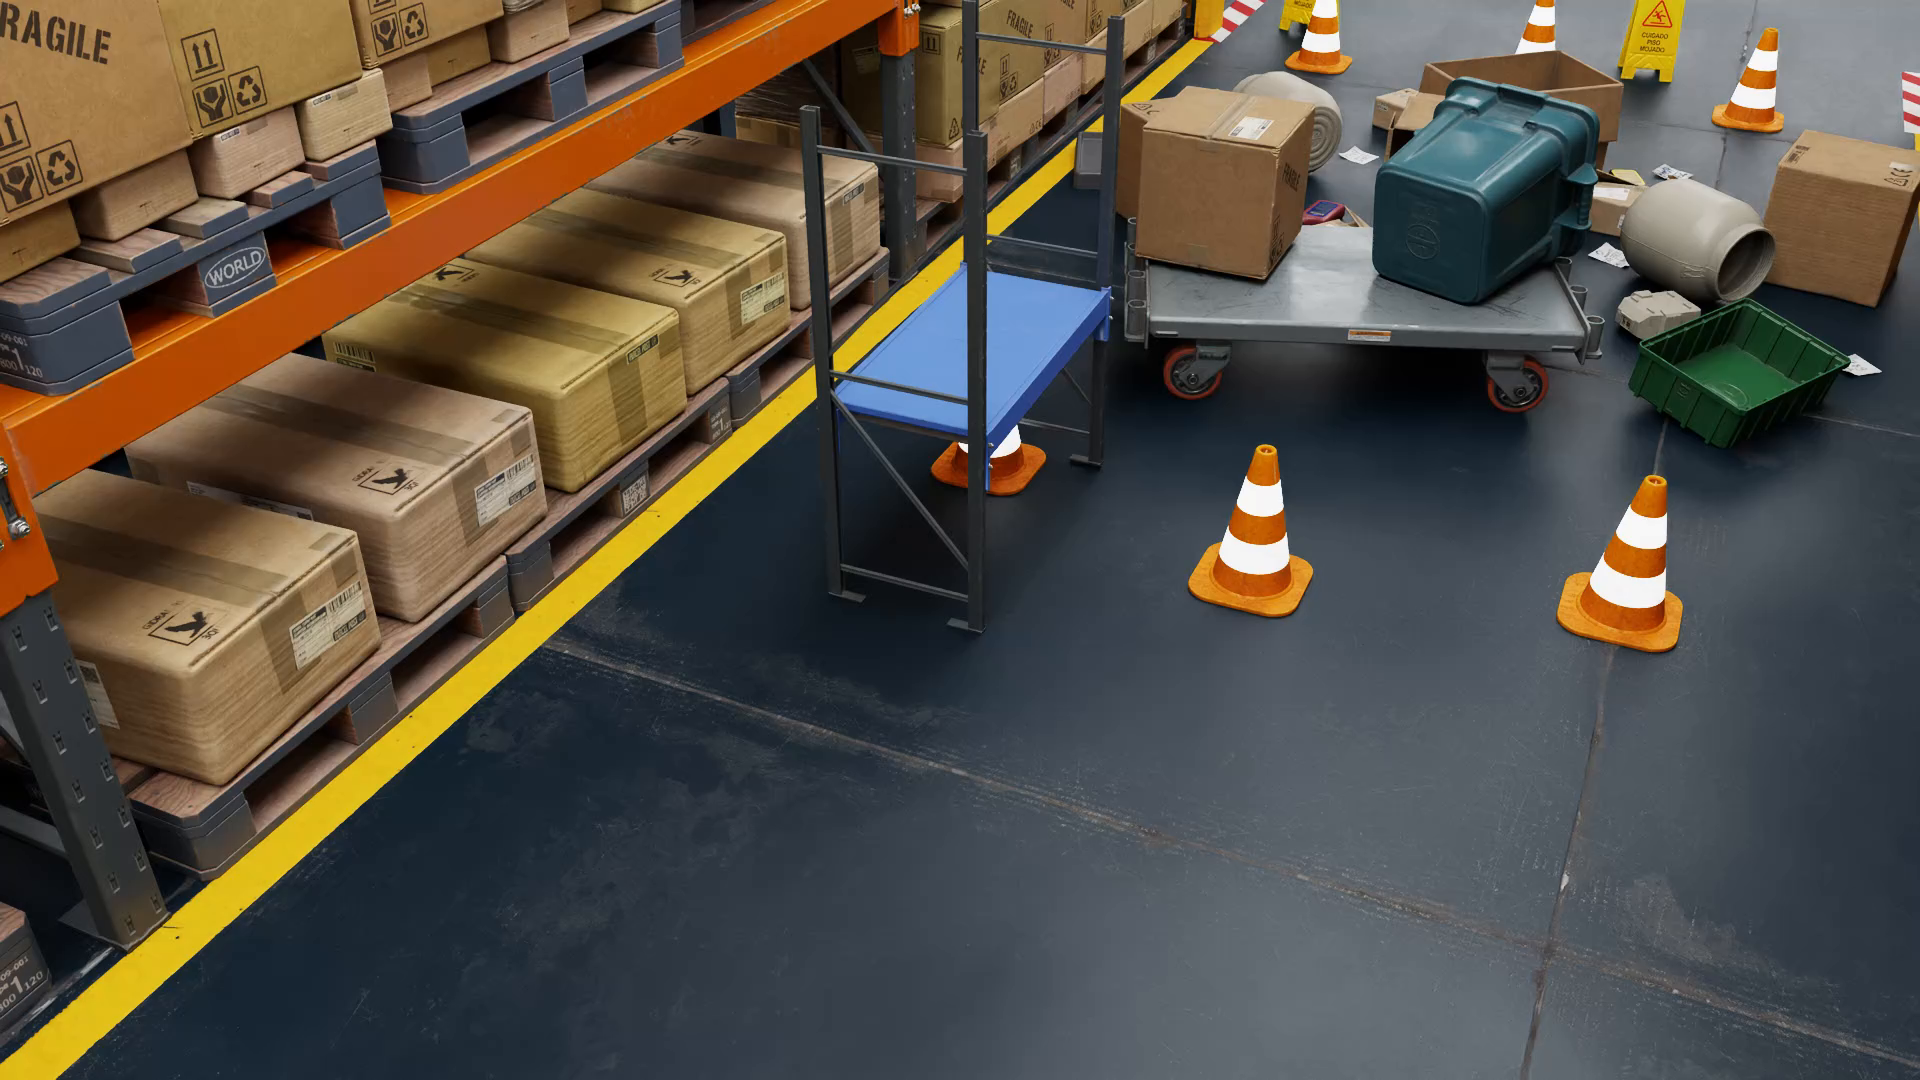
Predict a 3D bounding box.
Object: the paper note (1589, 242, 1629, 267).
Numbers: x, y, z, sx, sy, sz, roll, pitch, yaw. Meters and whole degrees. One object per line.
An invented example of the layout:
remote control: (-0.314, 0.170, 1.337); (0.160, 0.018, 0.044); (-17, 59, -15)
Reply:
paper note: (2.790, -1.211, 7.076); (0.172, 0.023, 0.155); (29, 43, 36)

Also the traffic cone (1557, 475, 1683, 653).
traffic cone: (1.951, 0.023, 4.793); (0.336, 0.463, 0.334); (14, 36, 20)

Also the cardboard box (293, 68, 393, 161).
cardboard box: (-1.584, -1.033, 3.937); (0.380, 0.149, 0.250); (14, 36, 21)

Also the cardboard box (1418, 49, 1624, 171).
cardboard box: (2.583, -1.937, 7.746); (0.797, 0.503, 0.637); (-9, 34, -13)

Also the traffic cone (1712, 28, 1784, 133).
traffic cone: (4.045, -2.352, 8.415); (0.336, 0.463, 0.334); (14, 36, 20)

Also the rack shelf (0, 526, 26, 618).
rack shelf: (-3.165, 0.844, 1.883); (1.077, 0.370, 4.000); (14, 36, 20)

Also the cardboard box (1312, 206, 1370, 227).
cardboard box: (1.635, -1.215, 6.860); (0.258, 0.266, 0.396); (-9, 34, -13)

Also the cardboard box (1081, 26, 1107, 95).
cardboard box: (0.487, -2.480, 8.422); (0.500, 0.250, 0.500); (13, 35, 19)

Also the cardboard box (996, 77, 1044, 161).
cardboard box: (0.050, -1.971, 7.645); (0.500, 0.250, 0.500); (16, 37, 23)

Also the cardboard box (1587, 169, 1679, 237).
cardboard box: (2.930, -1.495, 7.287); (0.396, 0.266, 0.258); (21, 39, 28)

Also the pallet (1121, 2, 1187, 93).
pallet: (0.615, -2.836, 9.383); (1.003, 0.211, 1.213); (14, 36, 20)

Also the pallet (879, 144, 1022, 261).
pallet: (-0.406, -1.621, 7.530); (1.003, 0.211, 1.213); (14, 36, 20)

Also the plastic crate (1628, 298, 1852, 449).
plastic crate: (2.766, -0.595, 5.933); (0.662, 0.188, 0.450); (-21, 49, -29)

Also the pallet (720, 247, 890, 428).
pallet: (-0.979, -0.890, 6.416); (1.003, 0.211, 1.213); (14, 36, 20)

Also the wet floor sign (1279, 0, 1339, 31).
wet floor sign: (2.070, -3.301, 9.696); (0.267, 0.644, 0.232); (29, 43, 36)

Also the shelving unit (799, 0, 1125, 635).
shelving unit: (0.041, -0.671, 4.892); (0.538, 1.500, 1.048); (14, 36, 20)

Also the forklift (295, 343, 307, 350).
forklift: (-3.124, -1.939, 5.535); (1.130, 2.935, 3.031); (13, 36, 20)

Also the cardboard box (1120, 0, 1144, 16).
cardboard box: (0.705, -3.057, 8.617); (0.500, 0.500, 0.500); (16, 36, 22)

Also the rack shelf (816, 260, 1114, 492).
rack shelf: (0.042, -0.521, 4.992); (0.538, 0.185, 1.000); (14, 36, 20)

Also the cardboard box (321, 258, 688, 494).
cardboard box: (-1.459, -0.554, 5.373); (0.950, 0.372, 0.625); (15, 36, 22)

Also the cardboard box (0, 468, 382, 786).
cardboard box: (-2.083, 0.192, 4.236); (0.950, 0.372, 0.625); (12, 35, 17)

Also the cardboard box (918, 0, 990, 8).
cardboard box: (-0.056, -2.336, 6.926); (0.380, 0.149, 0.250); (15, 36, 21)

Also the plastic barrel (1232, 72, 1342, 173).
plastic barrel: (1.530, -1.983, 7.889); (0.421, 0.421, 0.512); (-15, 36, -21)

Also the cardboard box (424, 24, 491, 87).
cardboard box: (-1.472, -1.321, 4.375); (0.380, 0.149, 0.250); (16, 36, 22)

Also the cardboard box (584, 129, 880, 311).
cardboard box: (-0.872, -1.260, 6.449); (0.950, 0.372, 0.625); (15, 36, 21)

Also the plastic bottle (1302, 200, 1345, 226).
plastic bottle: (1.589, -1.428, 7.373); (0.133, 0.061, 0.283); (21, 39, 28)

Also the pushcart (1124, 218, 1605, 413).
pushcart: (1.437, -0.850, 6.202); (1.648, 0.377, 0.936); (3, 33, 4)

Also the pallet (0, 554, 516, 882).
pallet: (-2.000, 0.325, 4.562); (1.003, 0.211, 1.213); (14, 36, 20)

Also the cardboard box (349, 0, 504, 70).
cardboard box: (-1.502, -1.493, 4.045); (0.500, 0.500, 0.500); (15, 36, 21)

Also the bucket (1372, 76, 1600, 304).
bucket: (1.846, -1.223, 5.978); (0.726, 0.611, 0.620); (29, 53, 36)

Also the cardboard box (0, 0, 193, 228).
cardboard box: (-1.930, -0.965, 3.241); (0.500, 0.500, 0.500); (13, 35, 19)

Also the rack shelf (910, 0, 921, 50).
rack shelf: (0.182, -3.140, 7.959); (1.077, 0.370, 4.000); (14, 36, 20)

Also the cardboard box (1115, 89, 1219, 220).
cardboard box: (1.029, -1.622, 7.265); (0.500, 0.500, 0.500); (-15, 36, -21)

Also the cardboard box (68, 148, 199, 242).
cardboard box: (-1.875, -0.775, 3.543); (0.380, 0.149, 0.250); (12, 35, 18)

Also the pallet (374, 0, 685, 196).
pallet: (-1.537, -1.368, 4.775); (1.003, 0.211, 1.213); (14, 36, 20)

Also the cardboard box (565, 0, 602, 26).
cardboard box: (-1.263, -1.583, 4.775); (0.380, 0.149, 0.250); (13, 35, 19)

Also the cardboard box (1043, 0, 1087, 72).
cardboard box: (0.269, -2.543, 7.834); (0.500, 0.500, 0.500); (16, 37, 23)

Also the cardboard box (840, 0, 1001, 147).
cardboard box: (-0.163, -2.016, 7.030); (0.500, 0.500, 0.500); (16, 36, 23)

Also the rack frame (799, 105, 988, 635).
rack frame: (-0.164, -0.409, 4.506); (0.500, 1.500, 0.032); (14, 36, 20)

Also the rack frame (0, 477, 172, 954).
rack frame: (-2.328, -0.453, 3.205); (1.000, 3.000, 0.127); (14, 36, 20)

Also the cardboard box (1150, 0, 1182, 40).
cardboard box: (0.915, -2.986, 9.193); (0.500, 0.250, 0.500); (14, 36, 20)

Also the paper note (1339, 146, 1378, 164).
paper note: (1.940, -1.874, 8.091); (0.148, 0.019, 0.142); (29, 43, 36)

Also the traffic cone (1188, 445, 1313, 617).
traffic cone: (0.885, -0.071, 4.937); (0.336, 0.463, 0.334); (14, 36, 20)
